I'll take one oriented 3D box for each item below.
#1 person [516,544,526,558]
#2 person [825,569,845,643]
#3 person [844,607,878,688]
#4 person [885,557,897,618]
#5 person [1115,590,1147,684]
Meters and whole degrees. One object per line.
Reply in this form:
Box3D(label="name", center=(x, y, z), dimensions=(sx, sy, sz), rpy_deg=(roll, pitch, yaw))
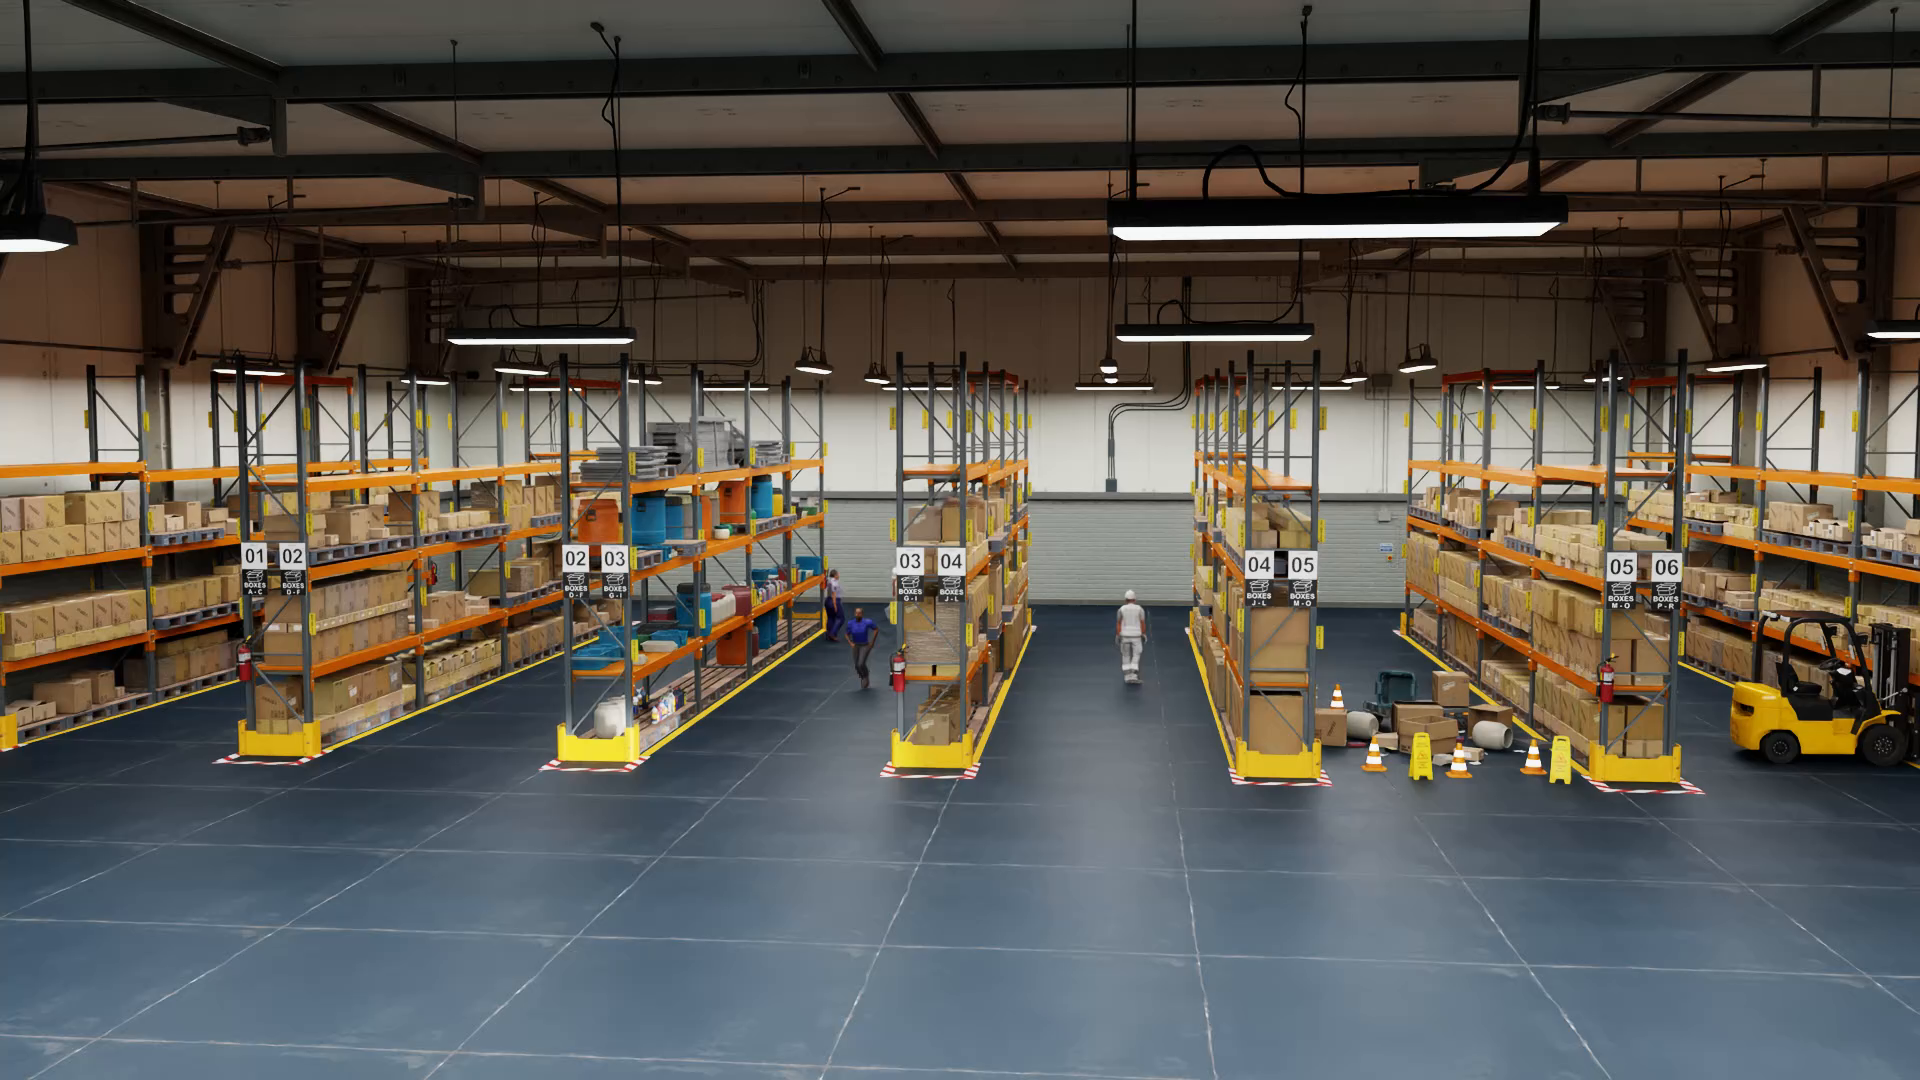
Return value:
Box3D(label="person", center=(-11.415, 0.998, 43.643), dimensions=(0.501, 1.785, 0.599), rpy_deg=(0, 4, 7))
Box3D(label="person", center=(-2.869, 1.501, 37.940), dimensions=(0.372, 1.678, 0.541), rpy_deg=(-2, 4, -23))
Box3D(label="person", center=(-1.837, 2.015, 31.011), dimensions=(0.563, 1.557, 0.787), rpy_deg=(1, 4, 18))
Box3D(label="person", center=(-1.561, 1.215, 41.516), dimensions=(0.750, 1.668, 0.440), rpy_deg=(1, 4, 20))
Box3D(label="person", center=(3.268, 1.857, 31.754), dimensions=(0.592, 1.793, 0.495), rpy_deg=(1, 4, 9))
